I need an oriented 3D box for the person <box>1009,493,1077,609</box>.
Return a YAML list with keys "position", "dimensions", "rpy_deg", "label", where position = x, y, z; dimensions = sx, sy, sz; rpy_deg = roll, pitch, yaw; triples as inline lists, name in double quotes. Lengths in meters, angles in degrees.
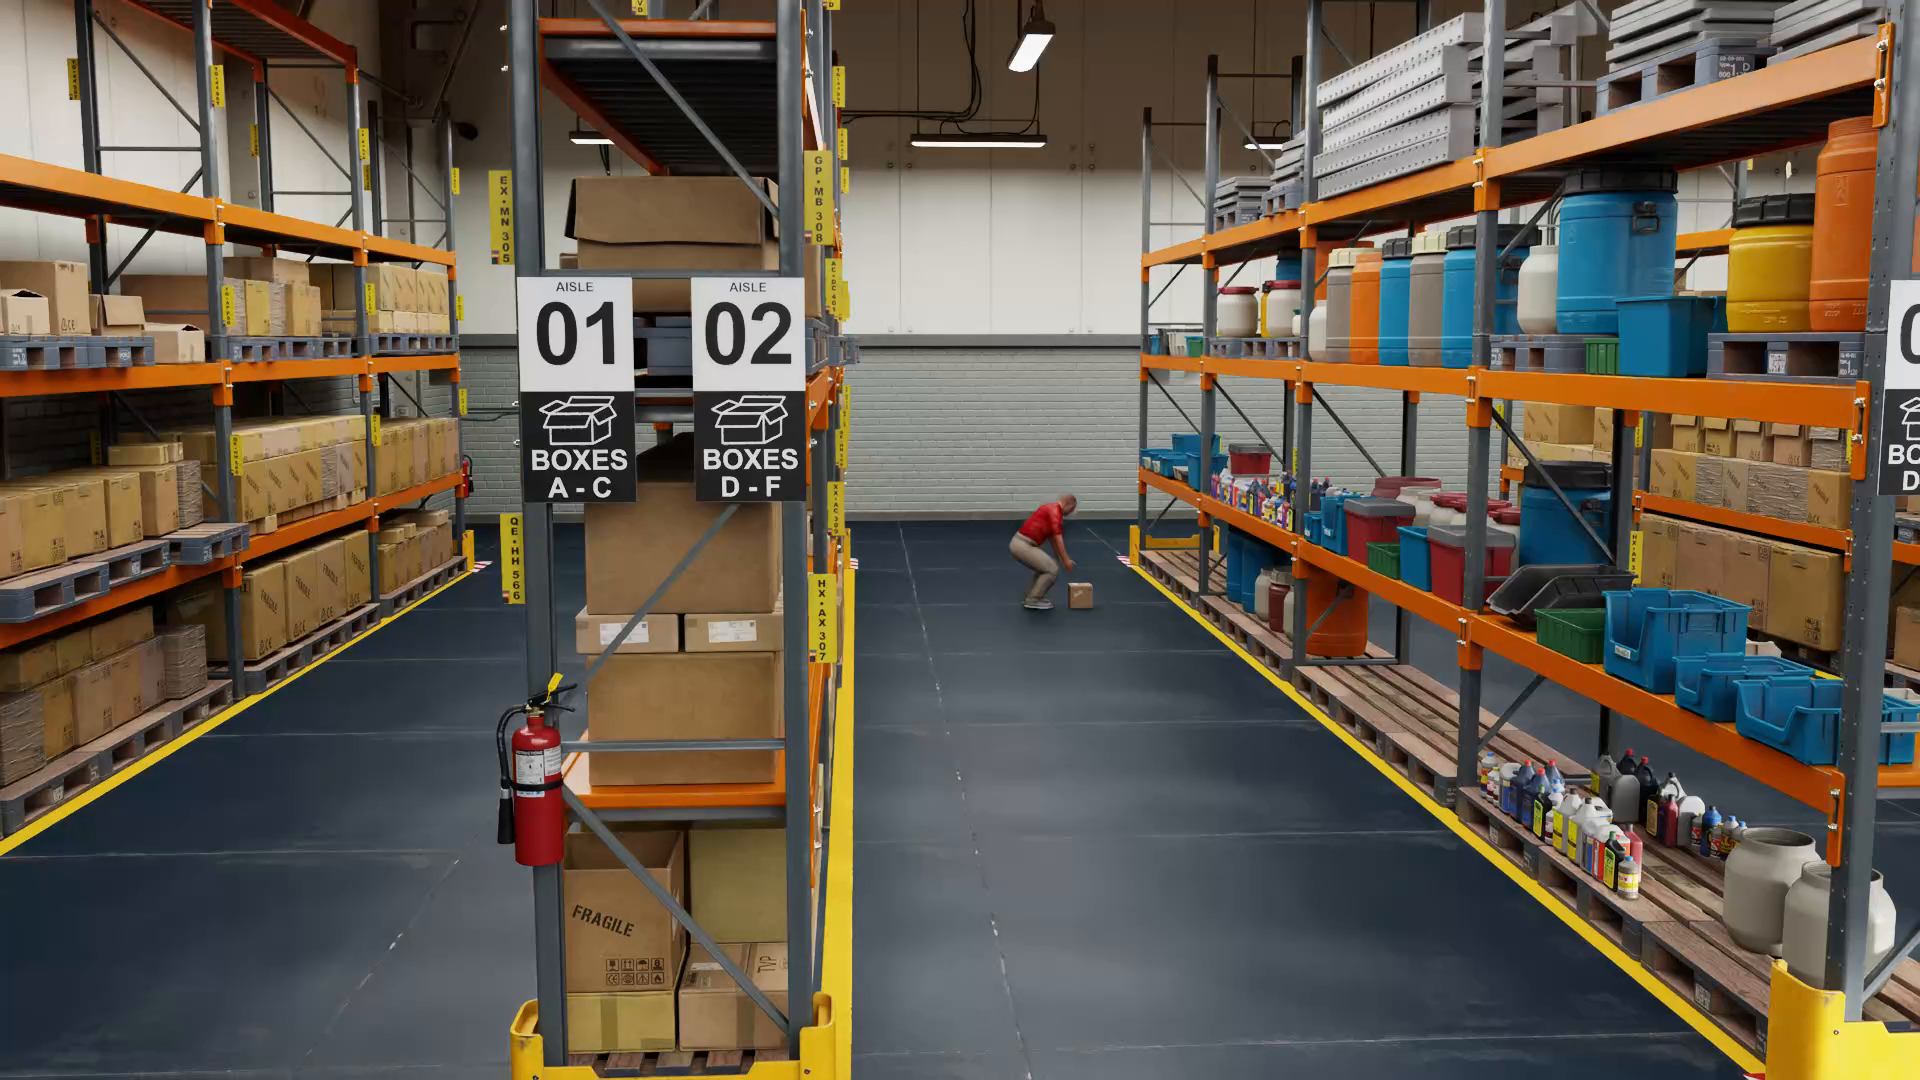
- position: [0.935, 0.113, 18.744]
  dimensions: [0.770, 1.289, 0.588]
  rpy_deg: [0, 7, -4]
  label: "person"
